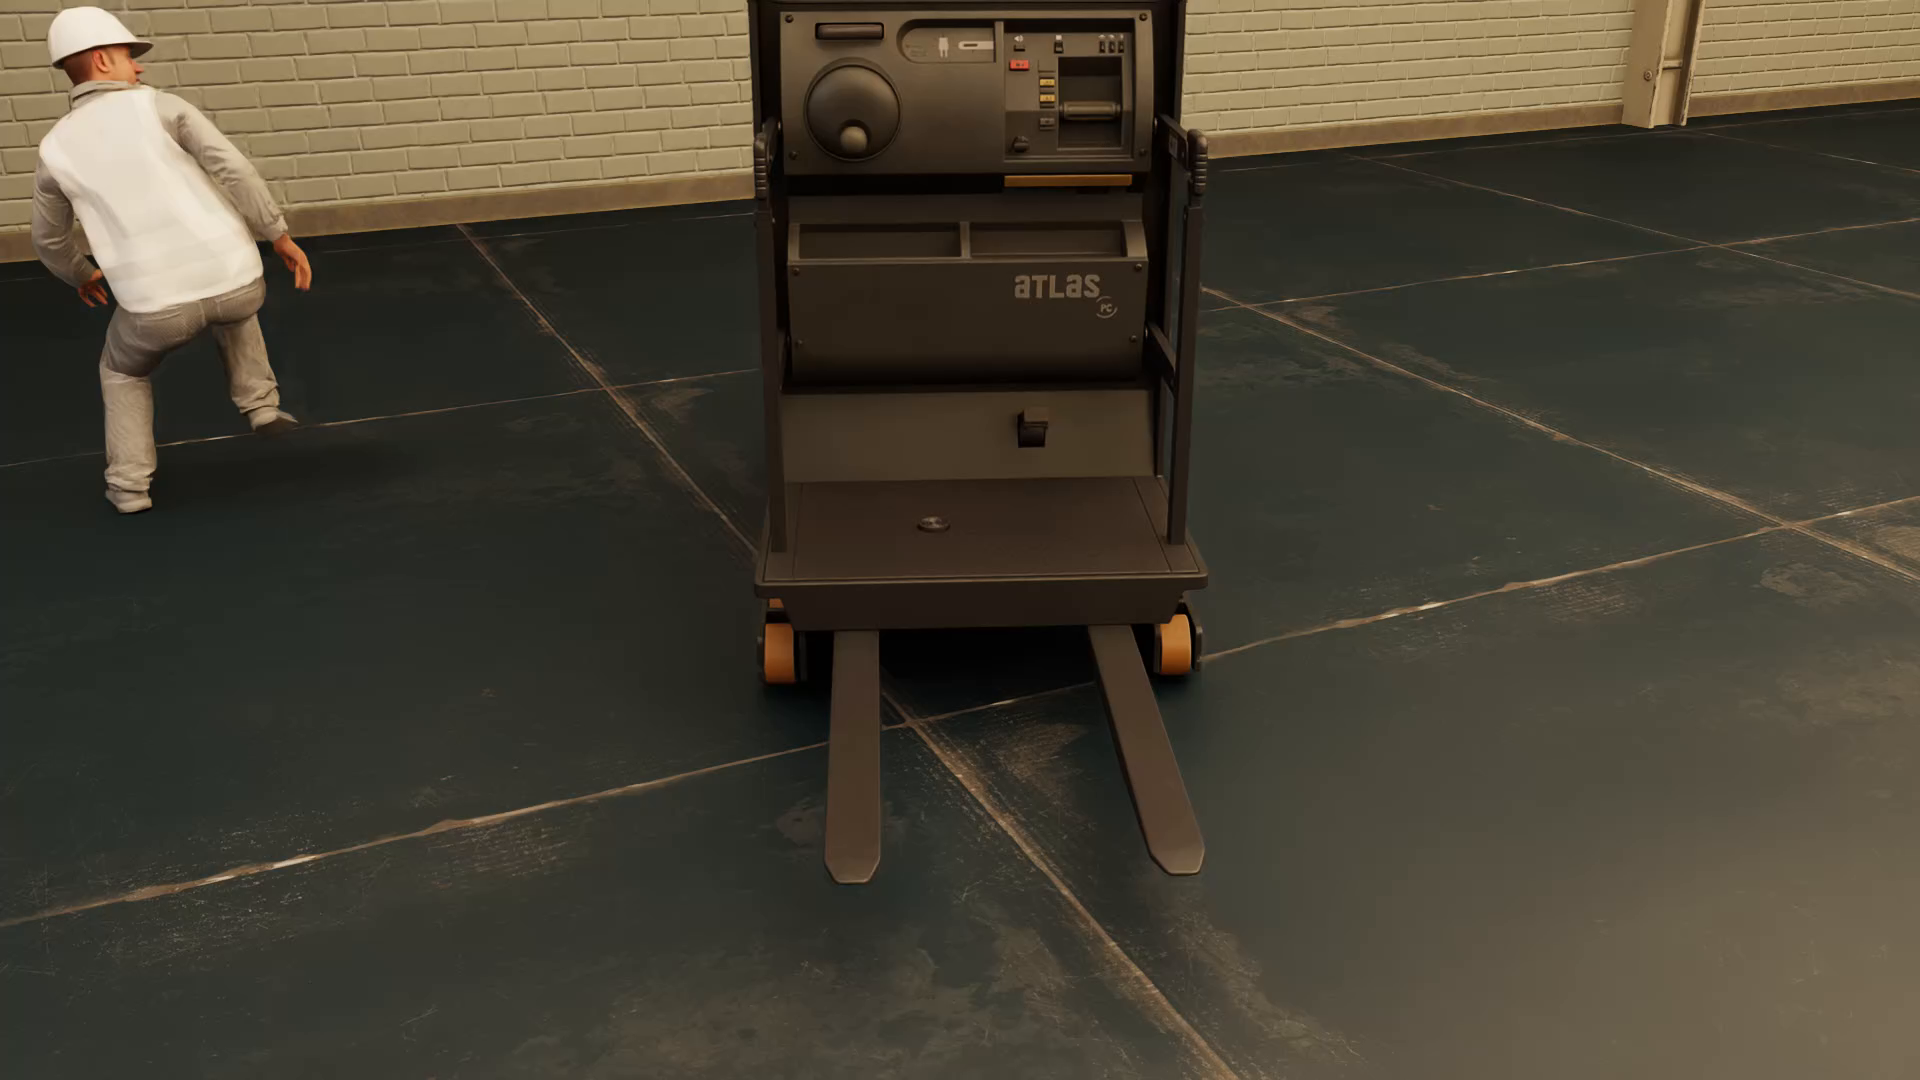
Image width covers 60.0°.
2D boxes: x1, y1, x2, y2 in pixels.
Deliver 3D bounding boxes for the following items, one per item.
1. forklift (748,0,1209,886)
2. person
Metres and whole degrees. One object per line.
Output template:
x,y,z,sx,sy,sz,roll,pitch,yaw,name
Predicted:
0.032,-1.110,3.959,1.130,2.935,3.031,-1,23,-3,forklift
-2.511,-0.893,5.308,0.772,1.547,0.688,-11,25,-24,person
